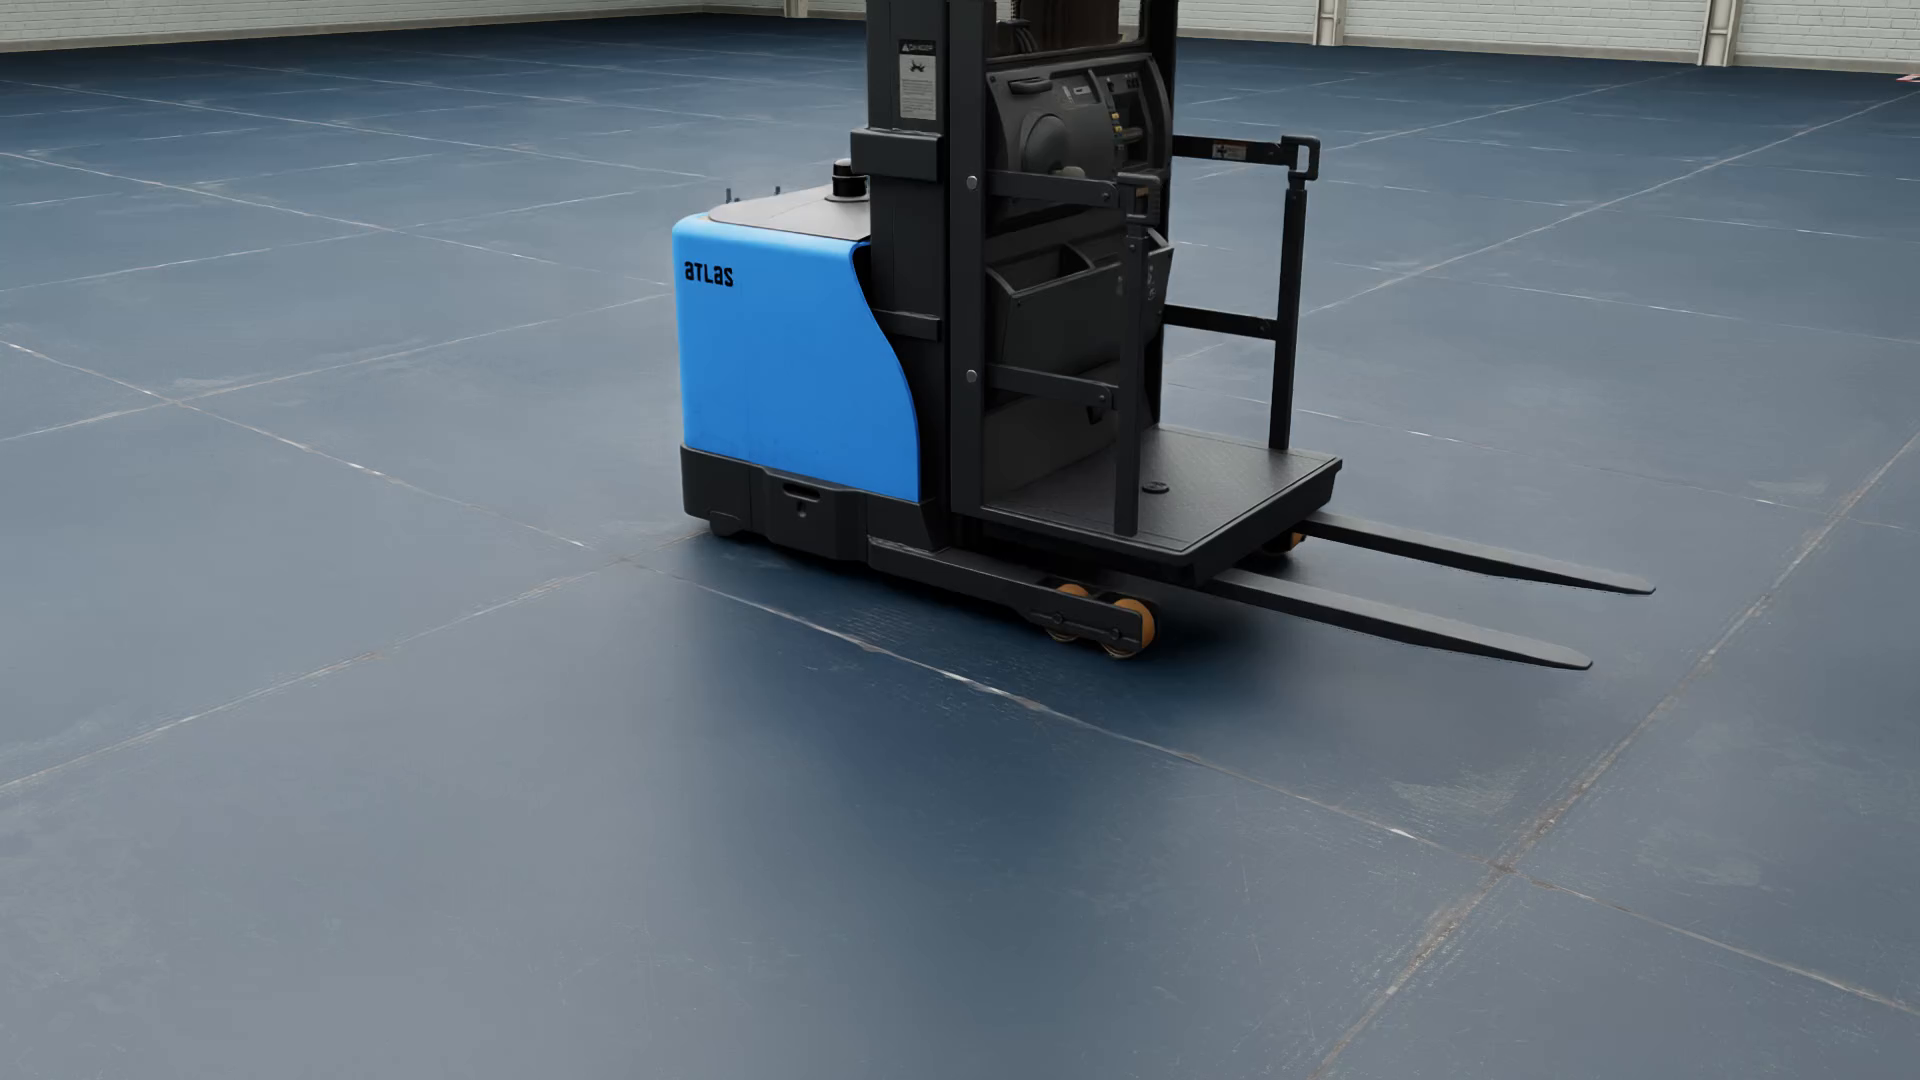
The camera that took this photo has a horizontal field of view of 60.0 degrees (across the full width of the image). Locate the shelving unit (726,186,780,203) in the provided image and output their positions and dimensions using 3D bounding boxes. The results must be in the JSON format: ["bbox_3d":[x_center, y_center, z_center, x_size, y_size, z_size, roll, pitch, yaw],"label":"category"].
[{"bbox_3d":[-0.733,-0.770,6.217,0.215,1.050,0.252,-5,20,-13],"label":"shelving unit"}]

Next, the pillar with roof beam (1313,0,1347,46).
[{"bbox_3d":[3.230,-11.039,22.188,0.400,9.000,9.100,16,26,36],"label":"pillar with roof beam"}]

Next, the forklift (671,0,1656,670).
[{"bbox_3d":[0.538,-1.246,4.819,3.031,2.935,1.130,14,25,33],"label":"forklift"}]

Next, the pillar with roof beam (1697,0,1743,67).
[{"bbox_3d":[7.878,-9.701,18.639,0.400,9.000,9.100,16,26,36],"label":"pillar with roof beam"}]

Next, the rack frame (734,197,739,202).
[{"bbox_3d":[-0.702,-0.730,6.106,0.200,1.050,0.008,-5,20,-13],"label":"rack frame"}]

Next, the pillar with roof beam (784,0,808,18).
[{"bbox_3d":[-6.067,-13.716,29.288,0.400,9.000,9.100,16,26,36],"label":"pillar with roof beam"}]

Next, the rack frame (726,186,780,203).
[{"bbox_3d":[-0.763,-0.810,6.328,0.200,1.050,0.008,-5,20,-13],"label":"rack frame"}]
